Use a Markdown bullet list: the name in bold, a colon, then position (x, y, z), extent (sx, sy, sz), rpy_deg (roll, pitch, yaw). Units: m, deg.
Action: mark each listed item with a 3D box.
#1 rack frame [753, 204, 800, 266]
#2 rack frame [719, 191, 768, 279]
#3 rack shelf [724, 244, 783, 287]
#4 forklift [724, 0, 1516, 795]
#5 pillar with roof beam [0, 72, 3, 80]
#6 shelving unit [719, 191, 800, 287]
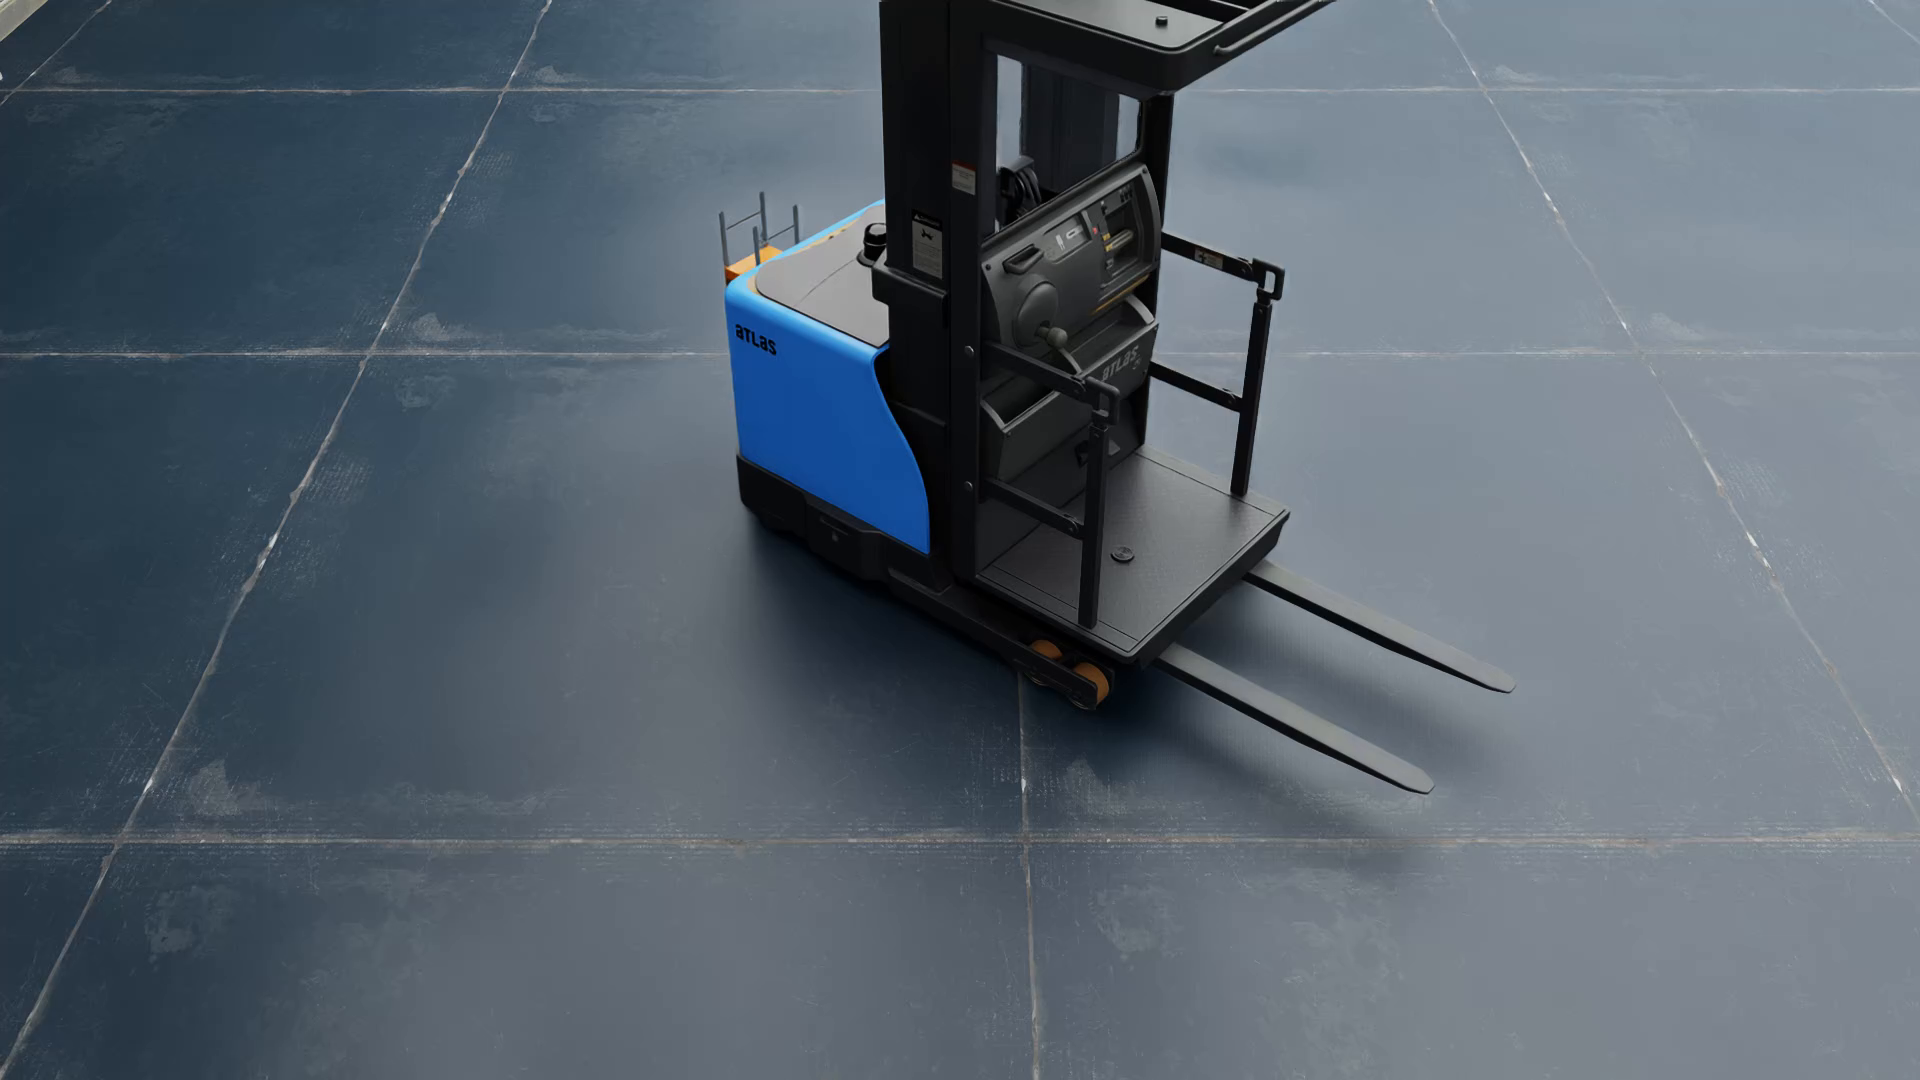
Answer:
- **rack frame**: position (-0.709, -0.776, 6.759), extent (0.006, 1.200, 0.240), rpy_deg (27, 46, 30)
- **rack frame**: position (-0.850, -0.849, 6.850), extent (0.006, 1.200, 0.240), rpy_deg (27, 46, 30)
- **rack shelf**: position (-0.780, -1.059, 6.607), extent (0.180, 0.103, 0.258), rpy_deg (27, 46, 30)
- **forklift**: position (0.553, -0.912, 5.544), extent (3.031, 2.935, 1.130), rpy_deg (27, 46, 30)
- **pillar with roof beam**: position (-1.798, -6.266, 7.374), extent (9.100, 9.000, 0.400), rpy_deg (0, 39, 0)
- **shelving unit**: position (-0.780, -0.812, 6.804), extent (0.189, 1.200, 0.258), rpy_deg (27, 46, 30)
